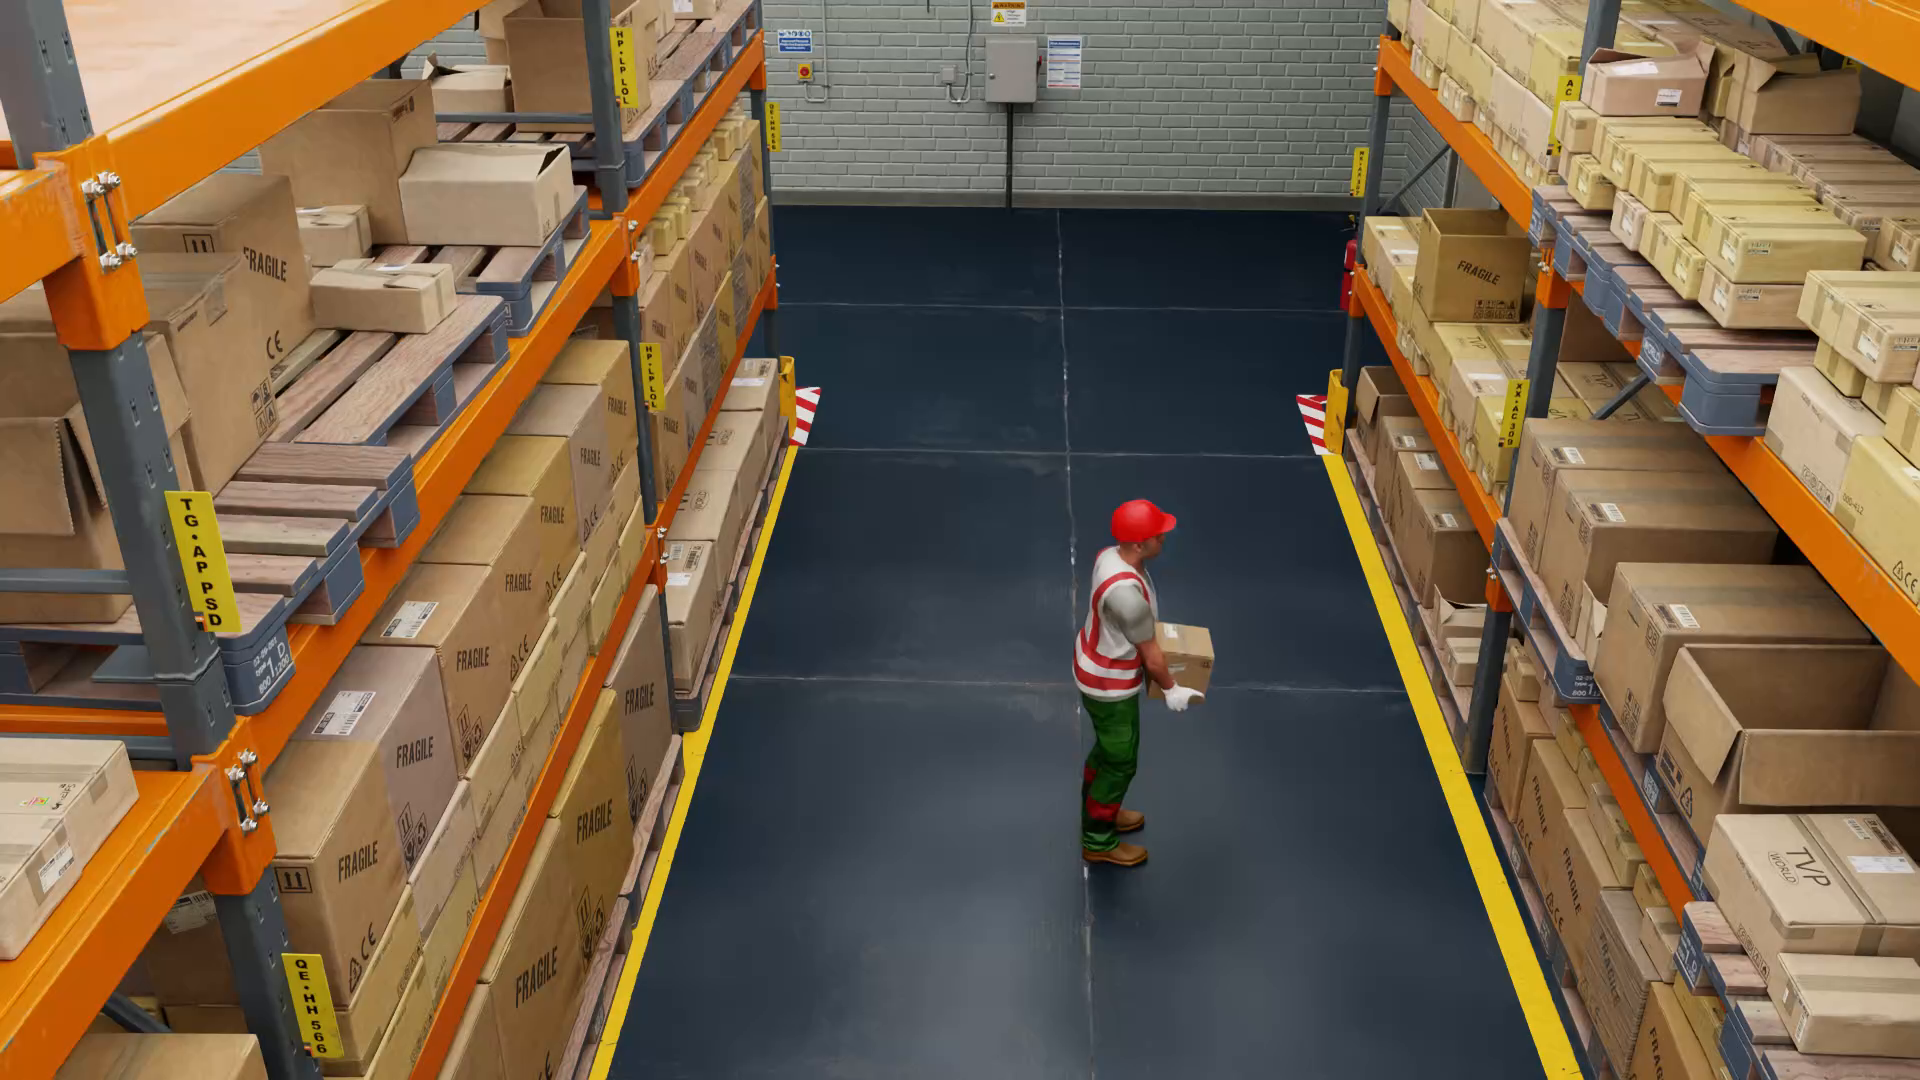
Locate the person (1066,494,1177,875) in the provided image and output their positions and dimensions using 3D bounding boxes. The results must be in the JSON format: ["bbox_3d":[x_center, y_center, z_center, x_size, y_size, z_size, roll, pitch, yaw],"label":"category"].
[{"bbox_3d":[0.702,0.614,7.436,0.451,1.779,0.618,-1,28,-1],"label":"person"}]
